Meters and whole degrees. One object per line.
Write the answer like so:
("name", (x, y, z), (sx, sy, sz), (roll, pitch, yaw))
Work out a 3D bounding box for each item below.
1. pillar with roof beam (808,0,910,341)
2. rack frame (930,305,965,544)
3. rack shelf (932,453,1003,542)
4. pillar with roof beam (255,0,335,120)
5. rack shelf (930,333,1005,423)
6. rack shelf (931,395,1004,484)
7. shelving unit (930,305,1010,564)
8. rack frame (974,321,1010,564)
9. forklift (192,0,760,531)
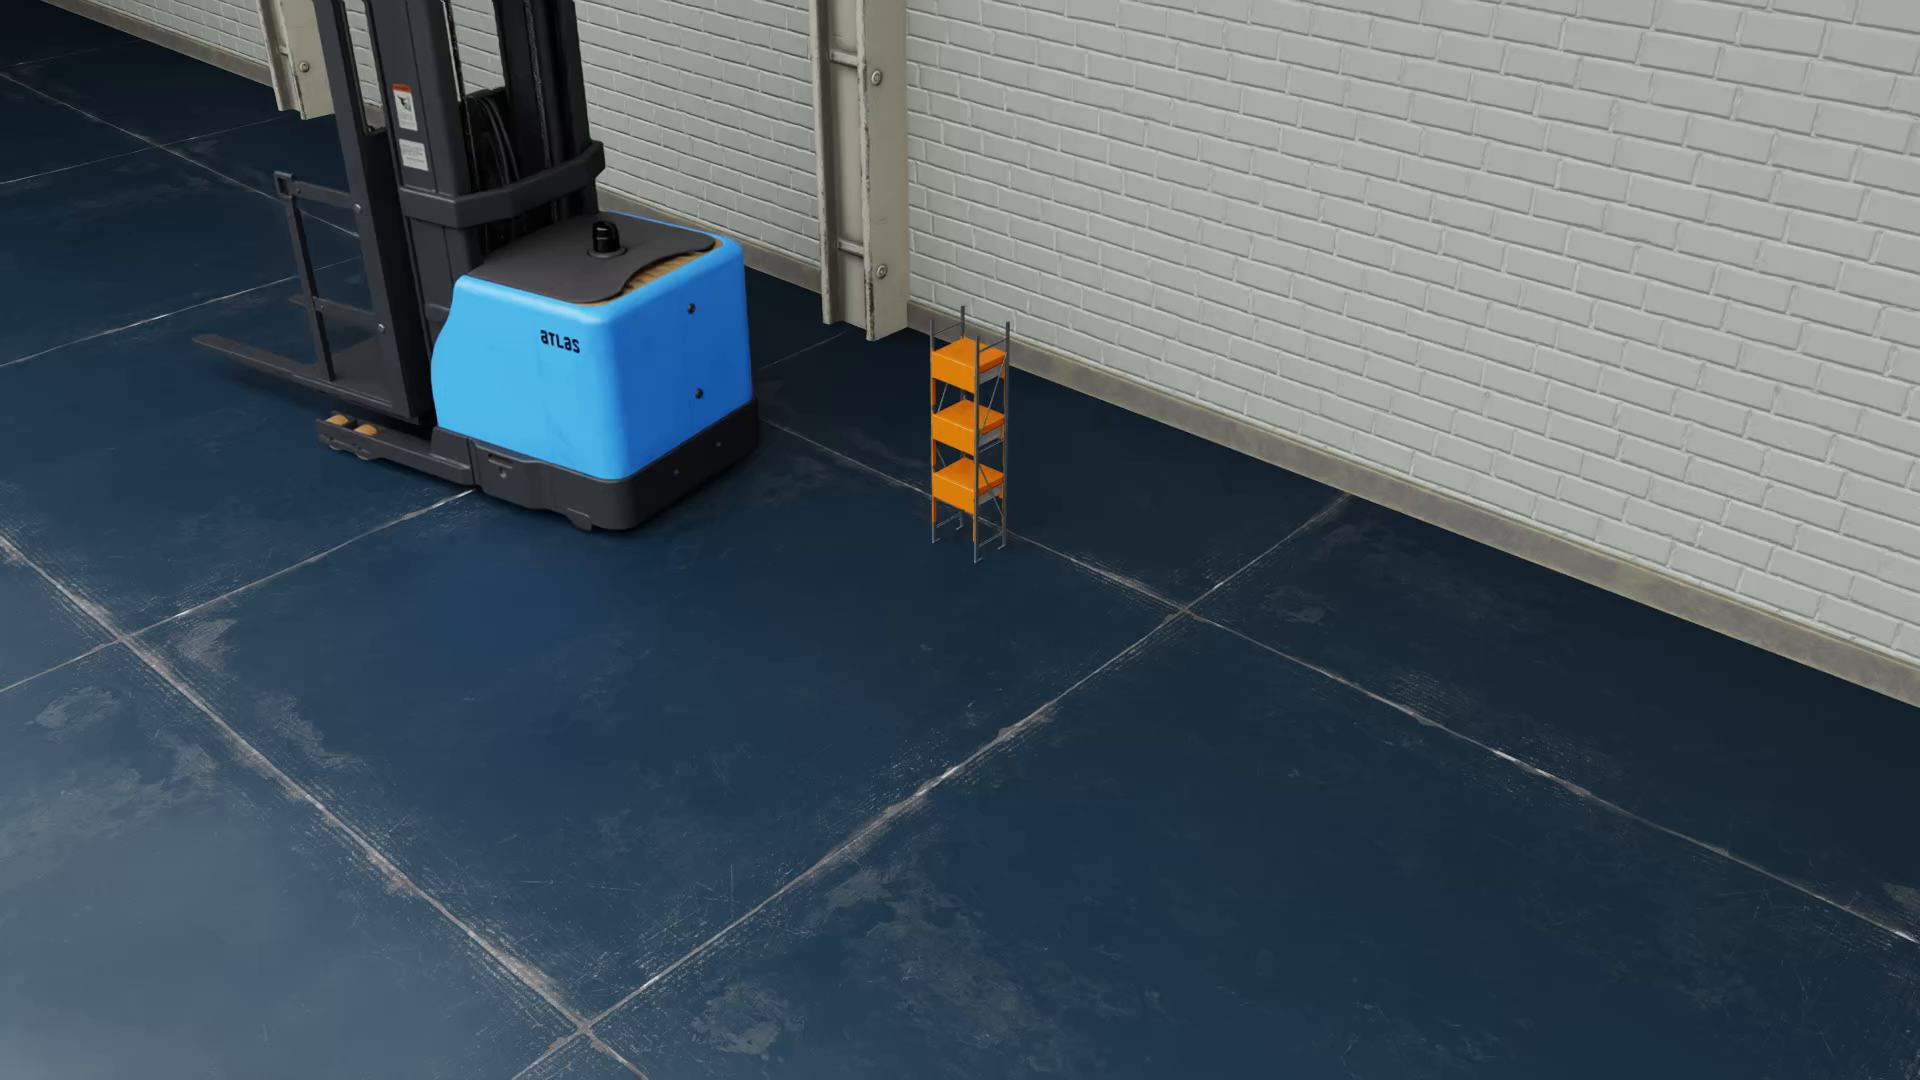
("pillar with roof beam", (-3.407, -3.415, 4.198), (0.400, 9.000, 9.100), (25, 39, 35))
("rack frame", (-0.051, -0.473, 7.019), (0.008, 1.050, 0.200), (25, 39, 35))
("rack shelf", (0.040, -0.184, 7.097), (0.240, 0.259, 0.215), (25, 39, 35))
("pillar with roof beam", (-7.855, -5.492, 7.647), (0.400, 9.000, 9.100), (25, 39, 35))
("rack shelf", (0.040, -0.665, 6.808), (0.240, 0.259, 0.215), (25, 39, 35))
("rack shelf", (0.040, -0.422, 6.954), (0.240, 0.259, 0.215), (25, 39, 35))
("shelving unit", (0.040, -0.431, 6.948), (0.252, 1.050, 0.215), (25, 39, 35))
("rack frame", (0.130, -0.389, 6.878), (0.008, 1.050, 0.200), (25, 39, 35))
("forklift", (-2.479, -1.848, 7.478), (3.031, 2.935, 1.130), (17, 35, 26))
